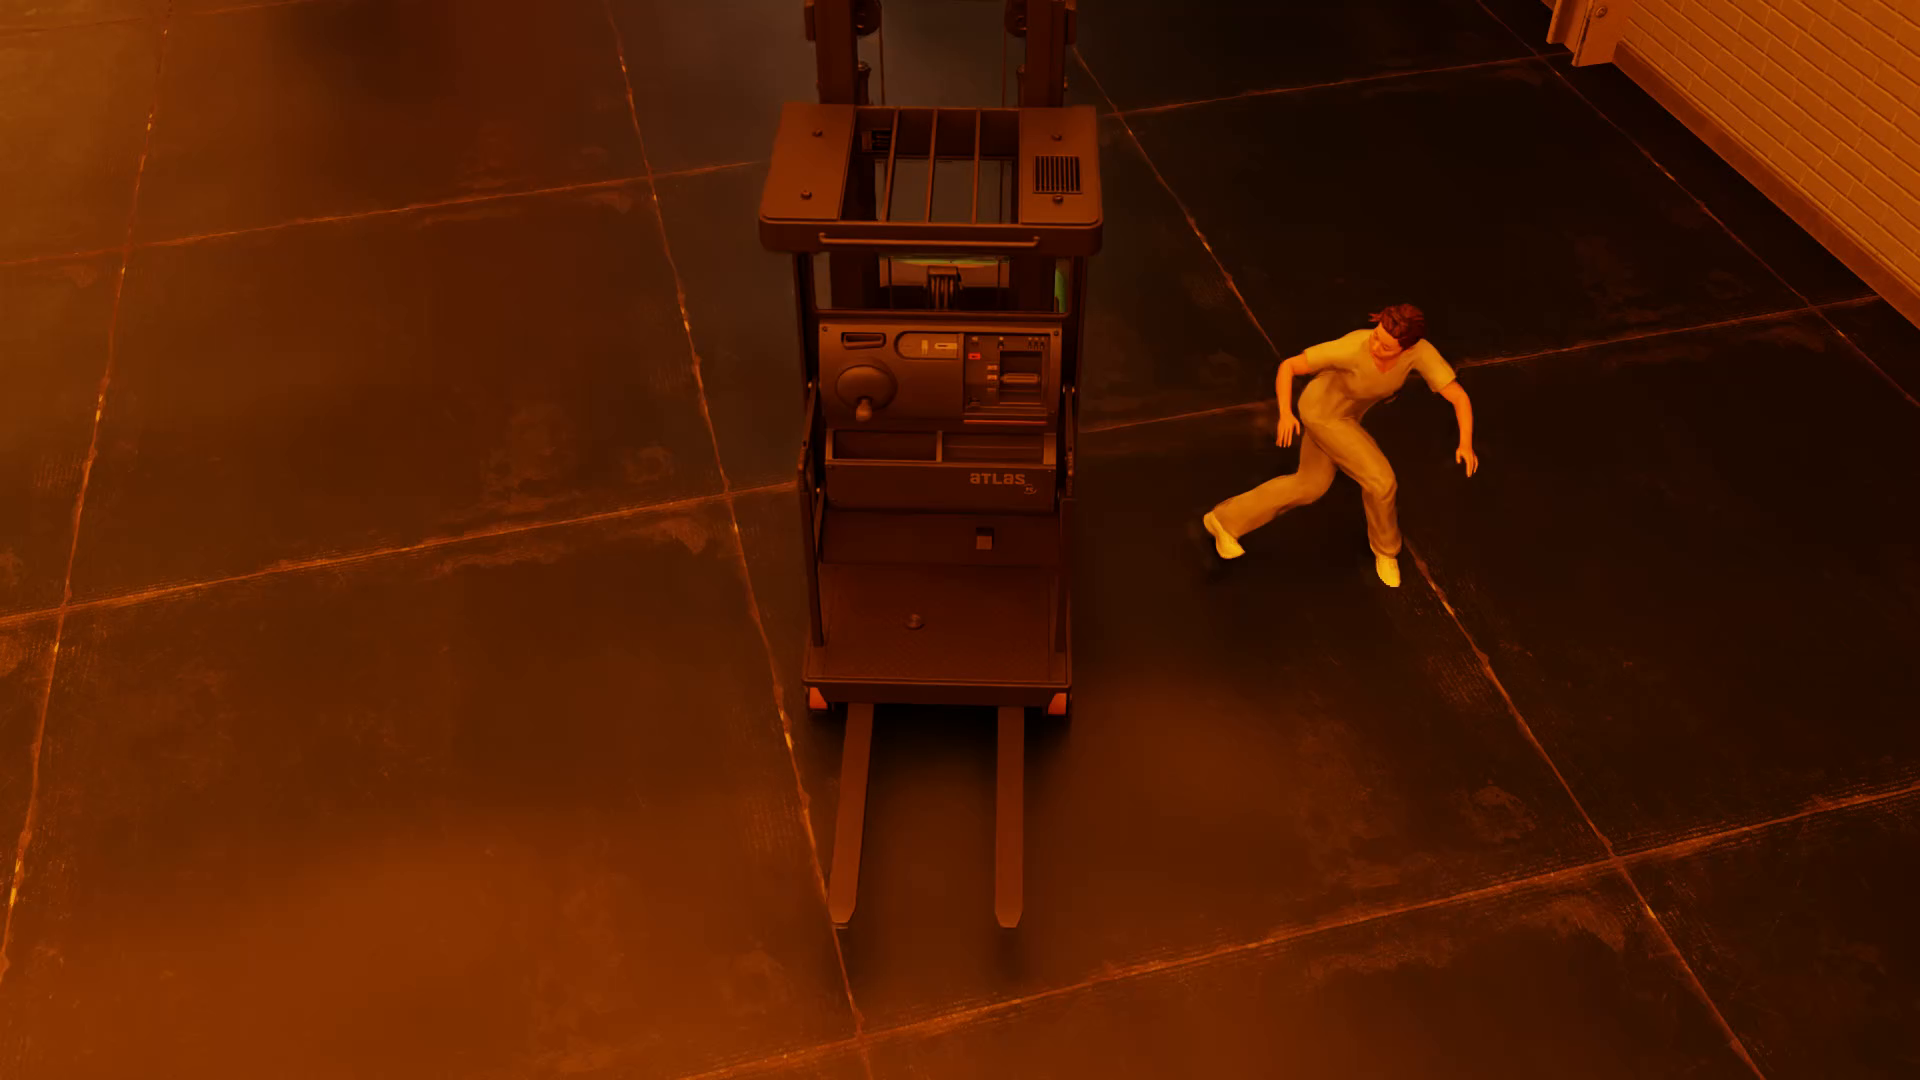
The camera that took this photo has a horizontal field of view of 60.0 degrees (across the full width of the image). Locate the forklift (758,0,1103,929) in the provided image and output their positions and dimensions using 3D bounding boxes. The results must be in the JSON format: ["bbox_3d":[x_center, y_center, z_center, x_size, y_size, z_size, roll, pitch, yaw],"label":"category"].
[{"bbox_3d":[-0.080,-0.556,6.233,1.130,2.935,3.031,1,43,1],"label":"forklift"}]

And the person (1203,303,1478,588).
[{"bbox_3d":[1.659,-0.365,7.145,0.827,1.462,1.040,-29,51,-27],"label":"person"}]
